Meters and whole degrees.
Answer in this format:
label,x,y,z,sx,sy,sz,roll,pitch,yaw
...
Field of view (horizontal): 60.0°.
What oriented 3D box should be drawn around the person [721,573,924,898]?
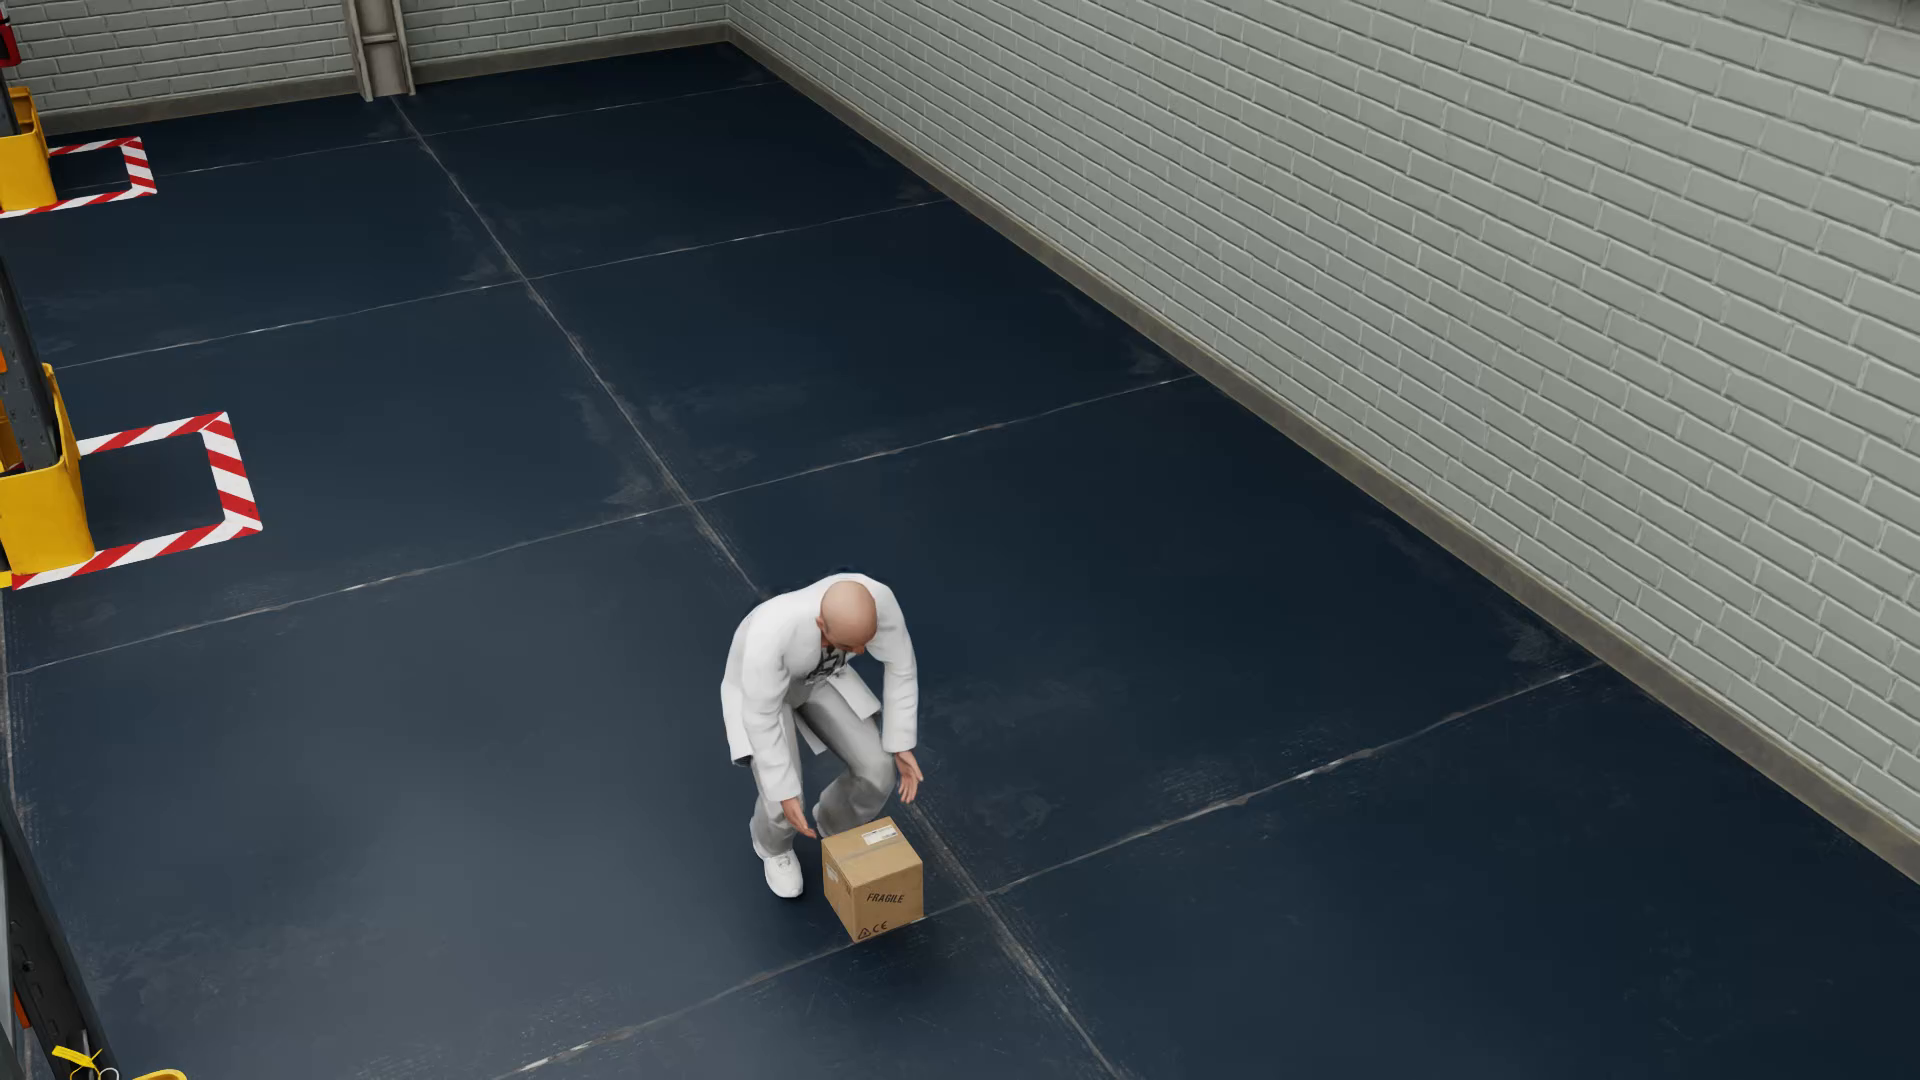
label,x,y,z,sx,sy,sz,roll,pitch,yaw
person,-0.479,0.585,5.623,0.633,1.365,0.749,-16,36,-23
